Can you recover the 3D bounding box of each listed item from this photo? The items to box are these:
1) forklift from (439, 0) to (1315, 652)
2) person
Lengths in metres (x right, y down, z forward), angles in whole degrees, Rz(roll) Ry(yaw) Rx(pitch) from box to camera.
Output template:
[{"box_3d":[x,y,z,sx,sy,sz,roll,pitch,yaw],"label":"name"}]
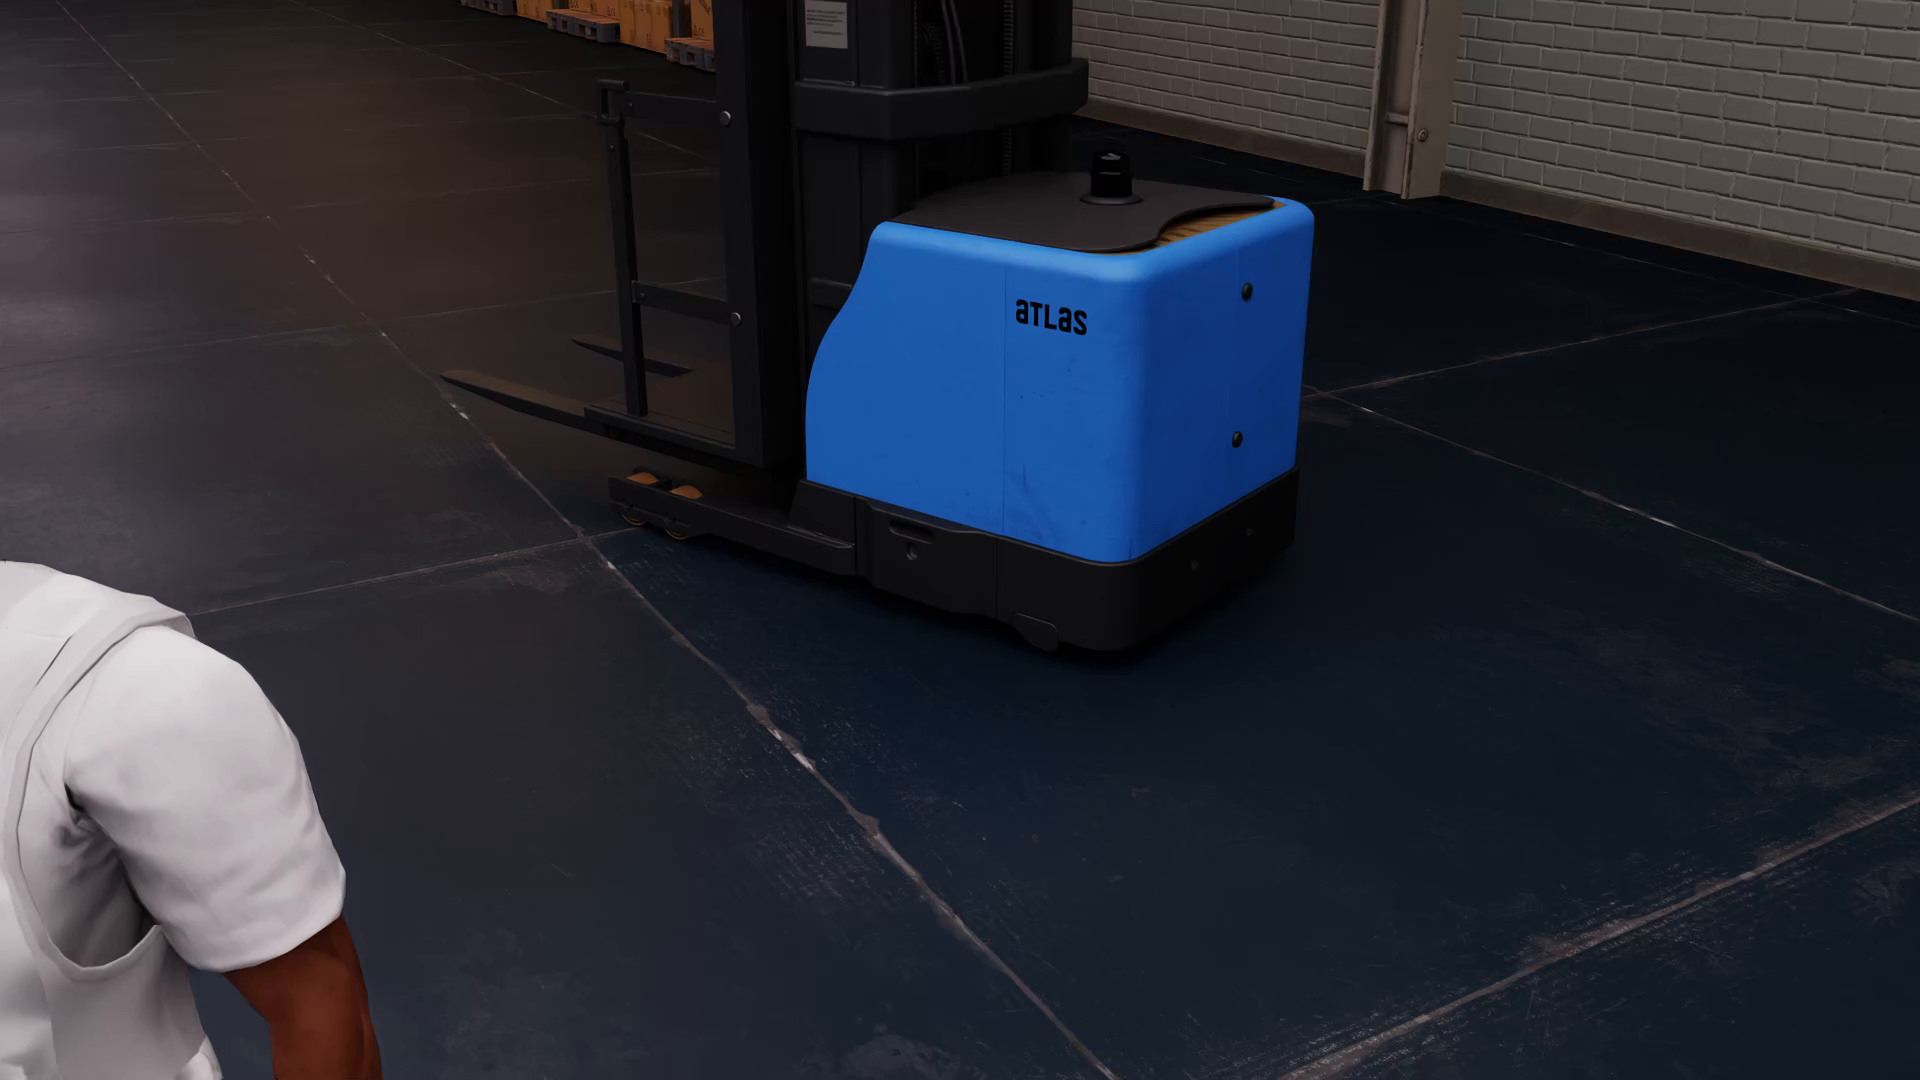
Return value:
[{"box_3d":[-0.481,-1.497,4.922,3.031,2.935,1.130,16,27,34],"label":"forklift"},{"box_3d":[-0.805,0.657,1.293,0.661,1.796,0.522,0,22,-1],"label":"person"}]
